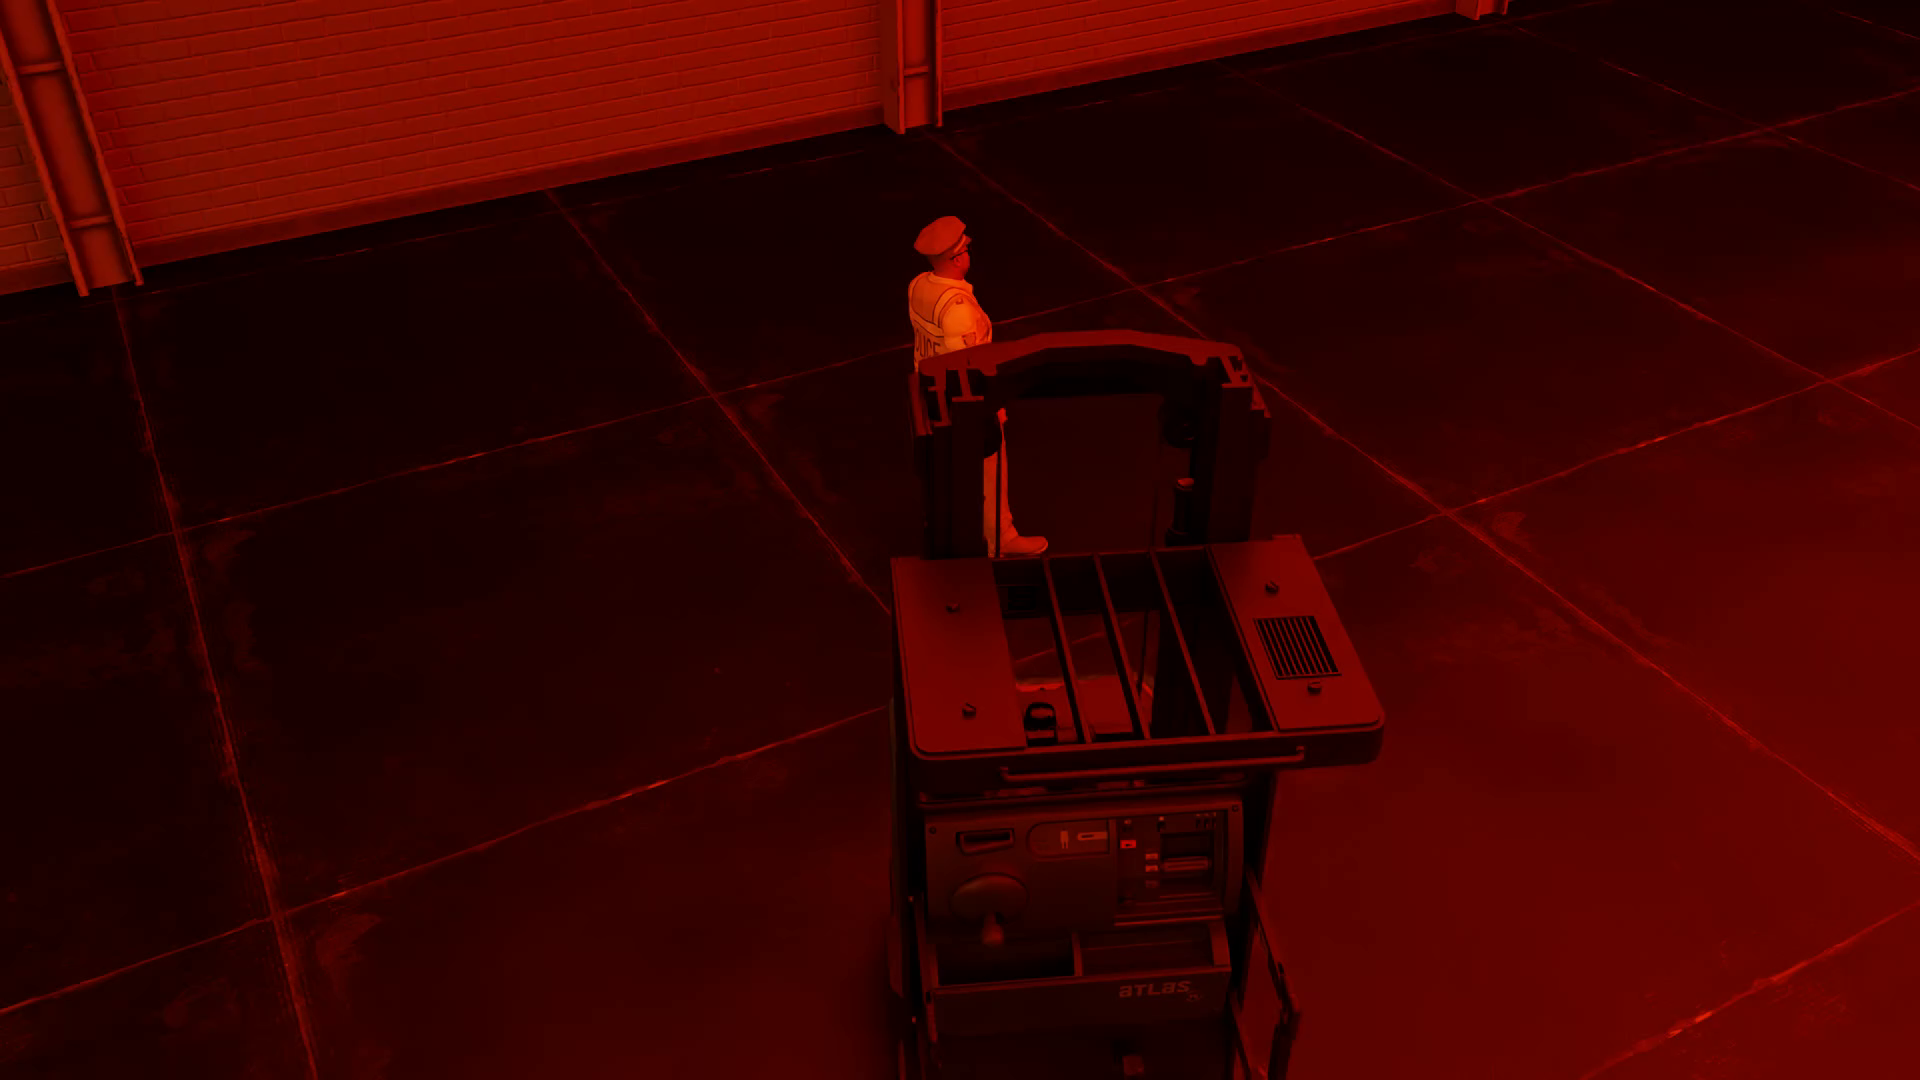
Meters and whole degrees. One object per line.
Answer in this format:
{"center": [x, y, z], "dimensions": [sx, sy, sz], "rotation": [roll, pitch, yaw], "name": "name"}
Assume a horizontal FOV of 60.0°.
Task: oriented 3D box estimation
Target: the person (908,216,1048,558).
{"center": [0.074, -0.748, 8.166], "dimensions": [0.574, 1.778, 0.641], "rotation": [-17, 39, -23], "name": "person"}

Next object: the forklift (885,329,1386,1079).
{"center": [0.388, 1.028, 4.669], "dimensions": [1.130, 2.935, 3.031], "rotation": [-3, 35, -5], "name": "forklift"}
